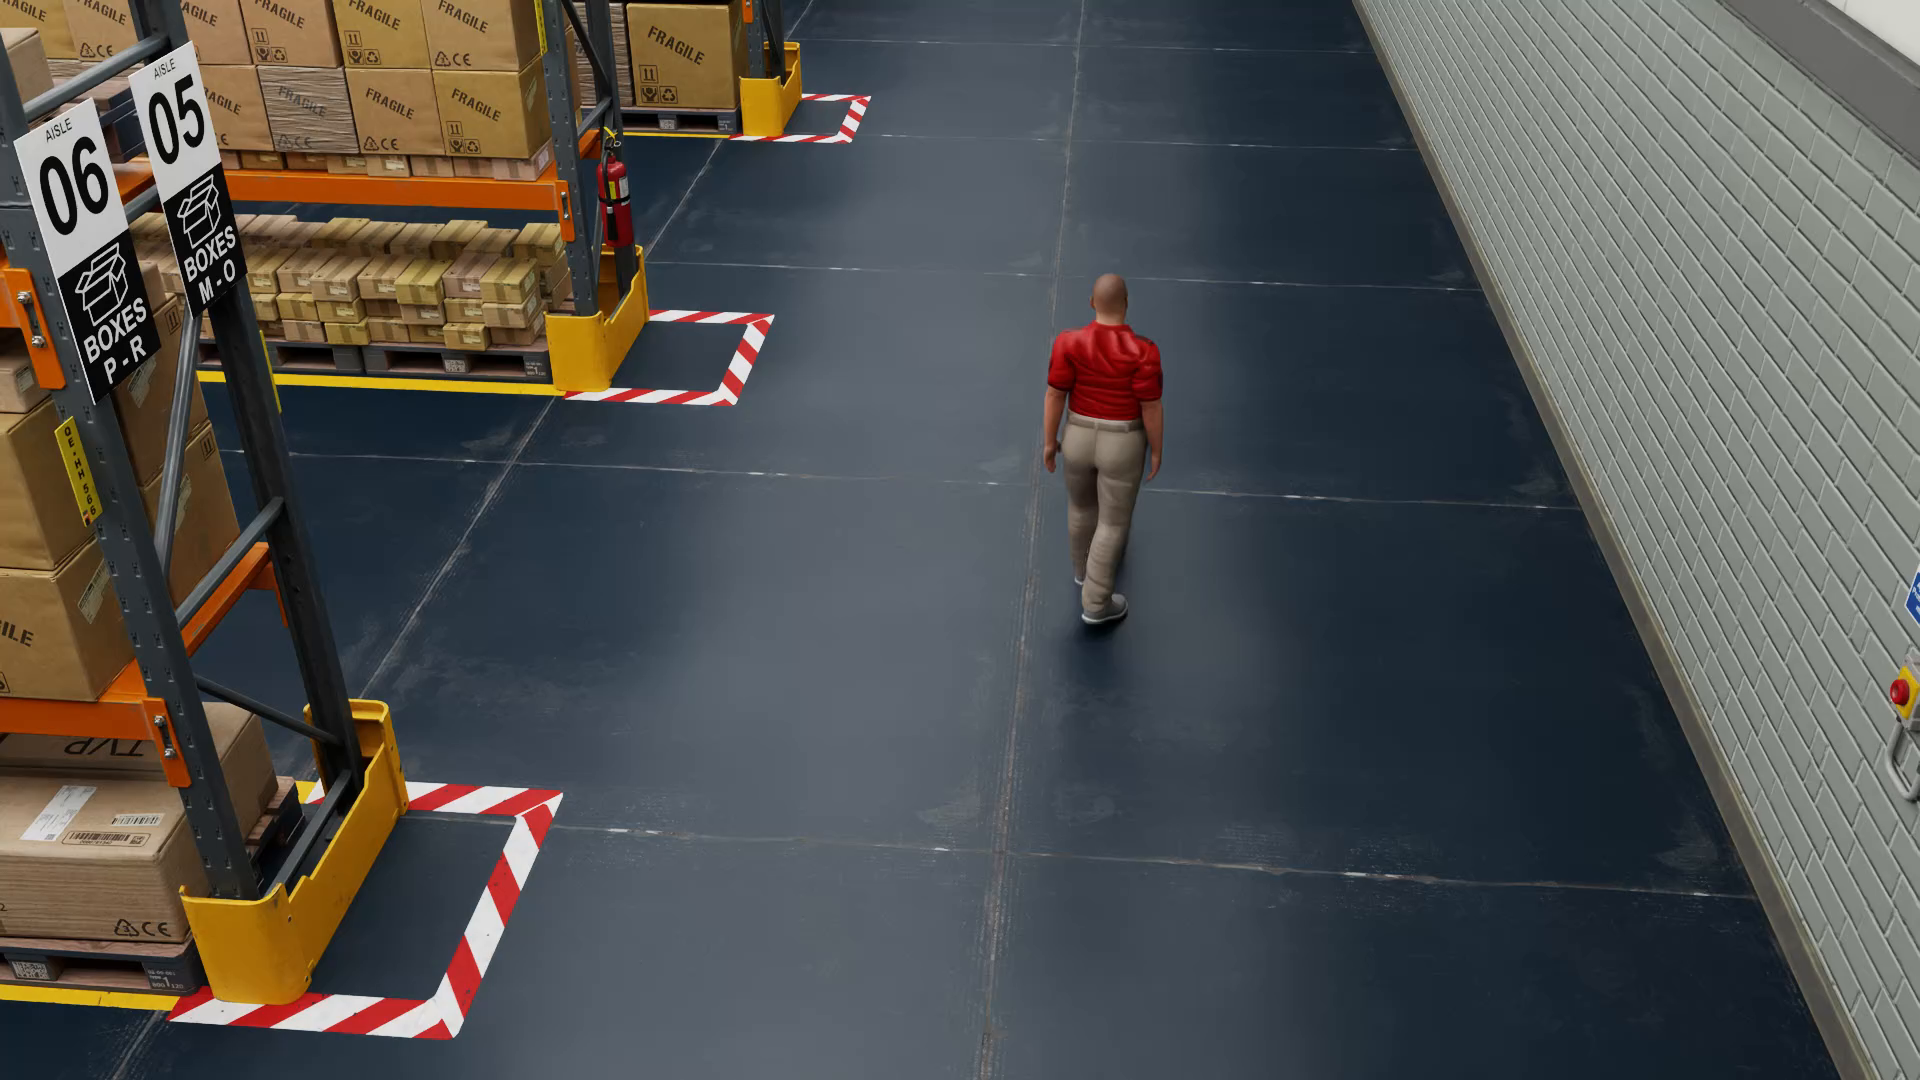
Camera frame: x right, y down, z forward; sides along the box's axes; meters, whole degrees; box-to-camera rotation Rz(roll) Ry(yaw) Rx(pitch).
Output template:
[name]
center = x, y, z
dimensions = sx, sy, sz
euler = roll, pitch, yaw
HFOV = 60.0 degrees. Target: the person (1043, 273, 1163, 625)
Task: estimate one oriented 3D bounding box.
[person]
center = 0.695, -0.461, 7.883
dimensions = 0.555, 1.721, 0.698
euler = 12, 34, 19
